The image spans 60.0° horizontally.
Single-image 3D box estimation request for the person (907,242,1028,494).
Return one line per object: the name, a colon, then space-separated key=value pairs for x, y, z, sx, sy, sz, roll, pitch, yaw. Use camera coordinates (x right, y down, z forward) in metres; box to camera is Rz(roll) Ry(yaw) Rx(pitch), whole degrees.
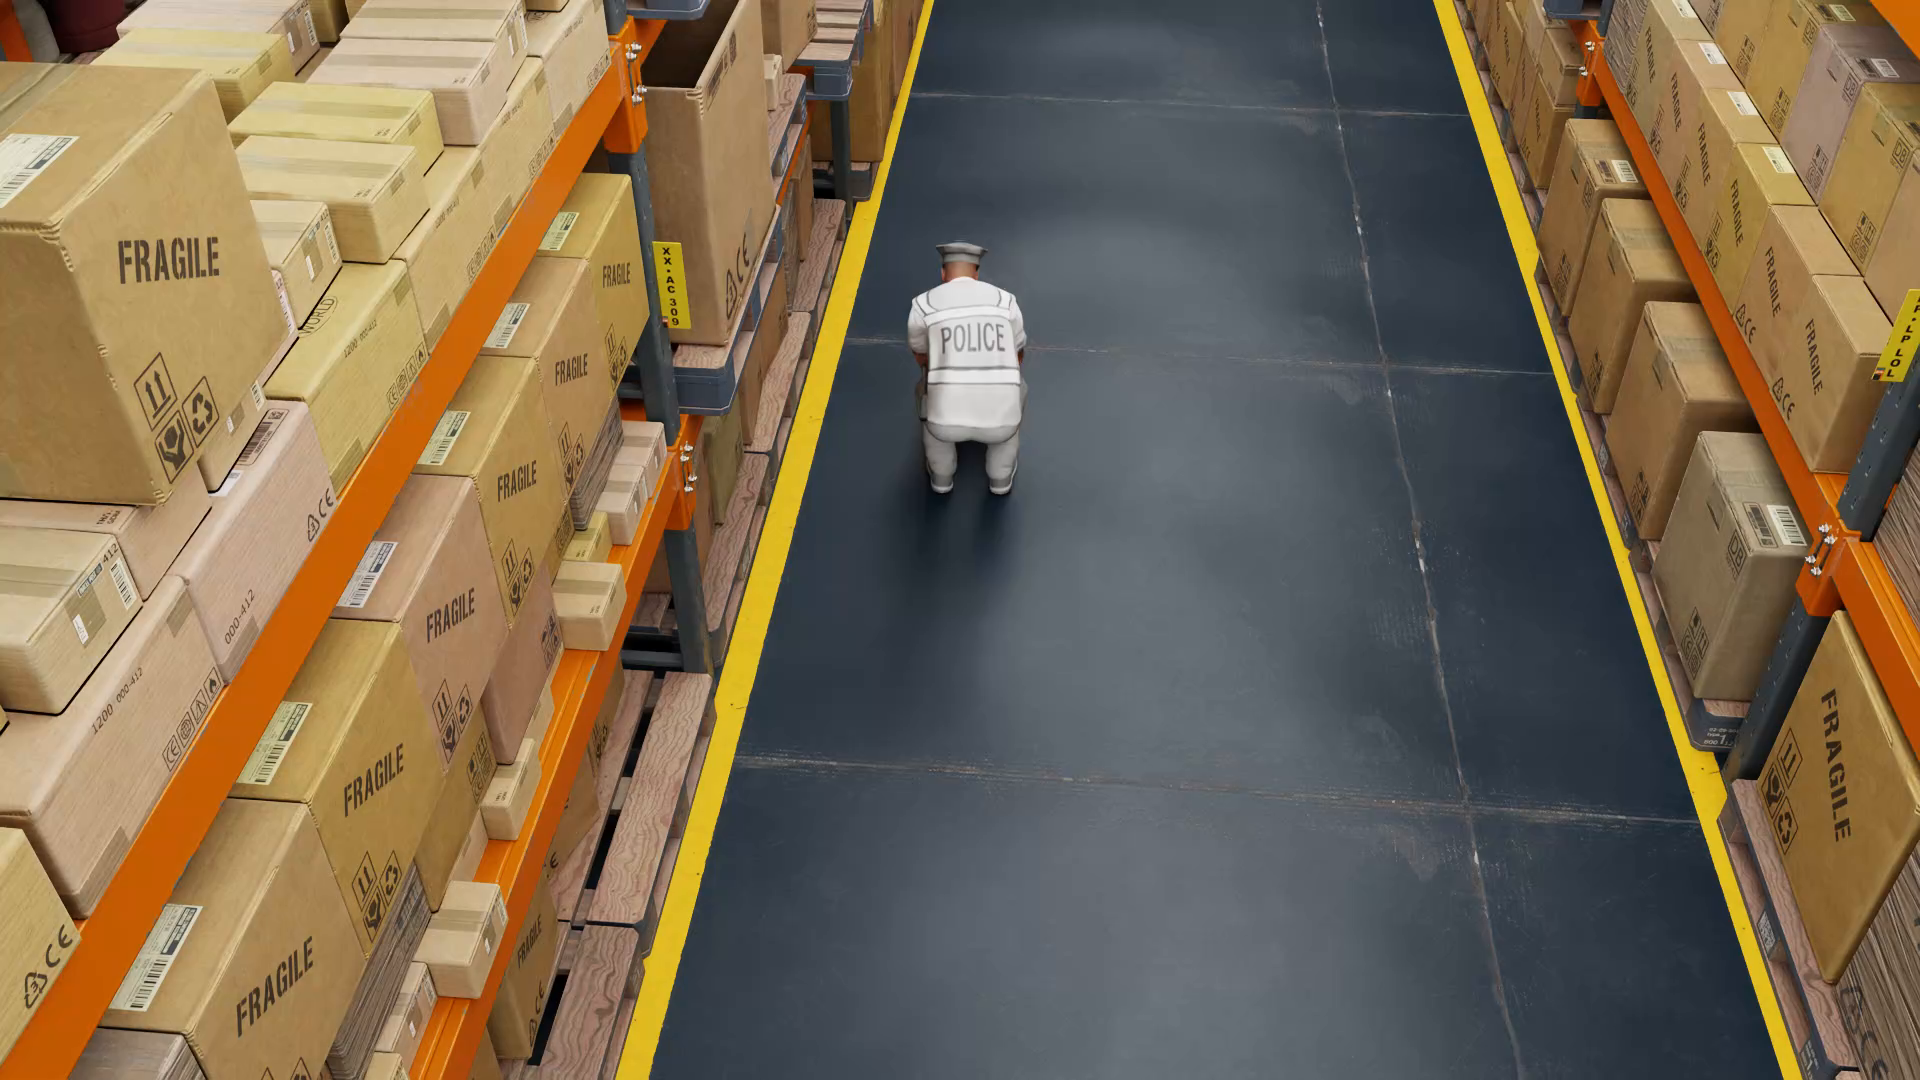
person: x=0.033 y=-0.775 z=7.659 sx=0.569 sy=1.020 sz=0.911 roll=2 pitch=40 yaw=2
